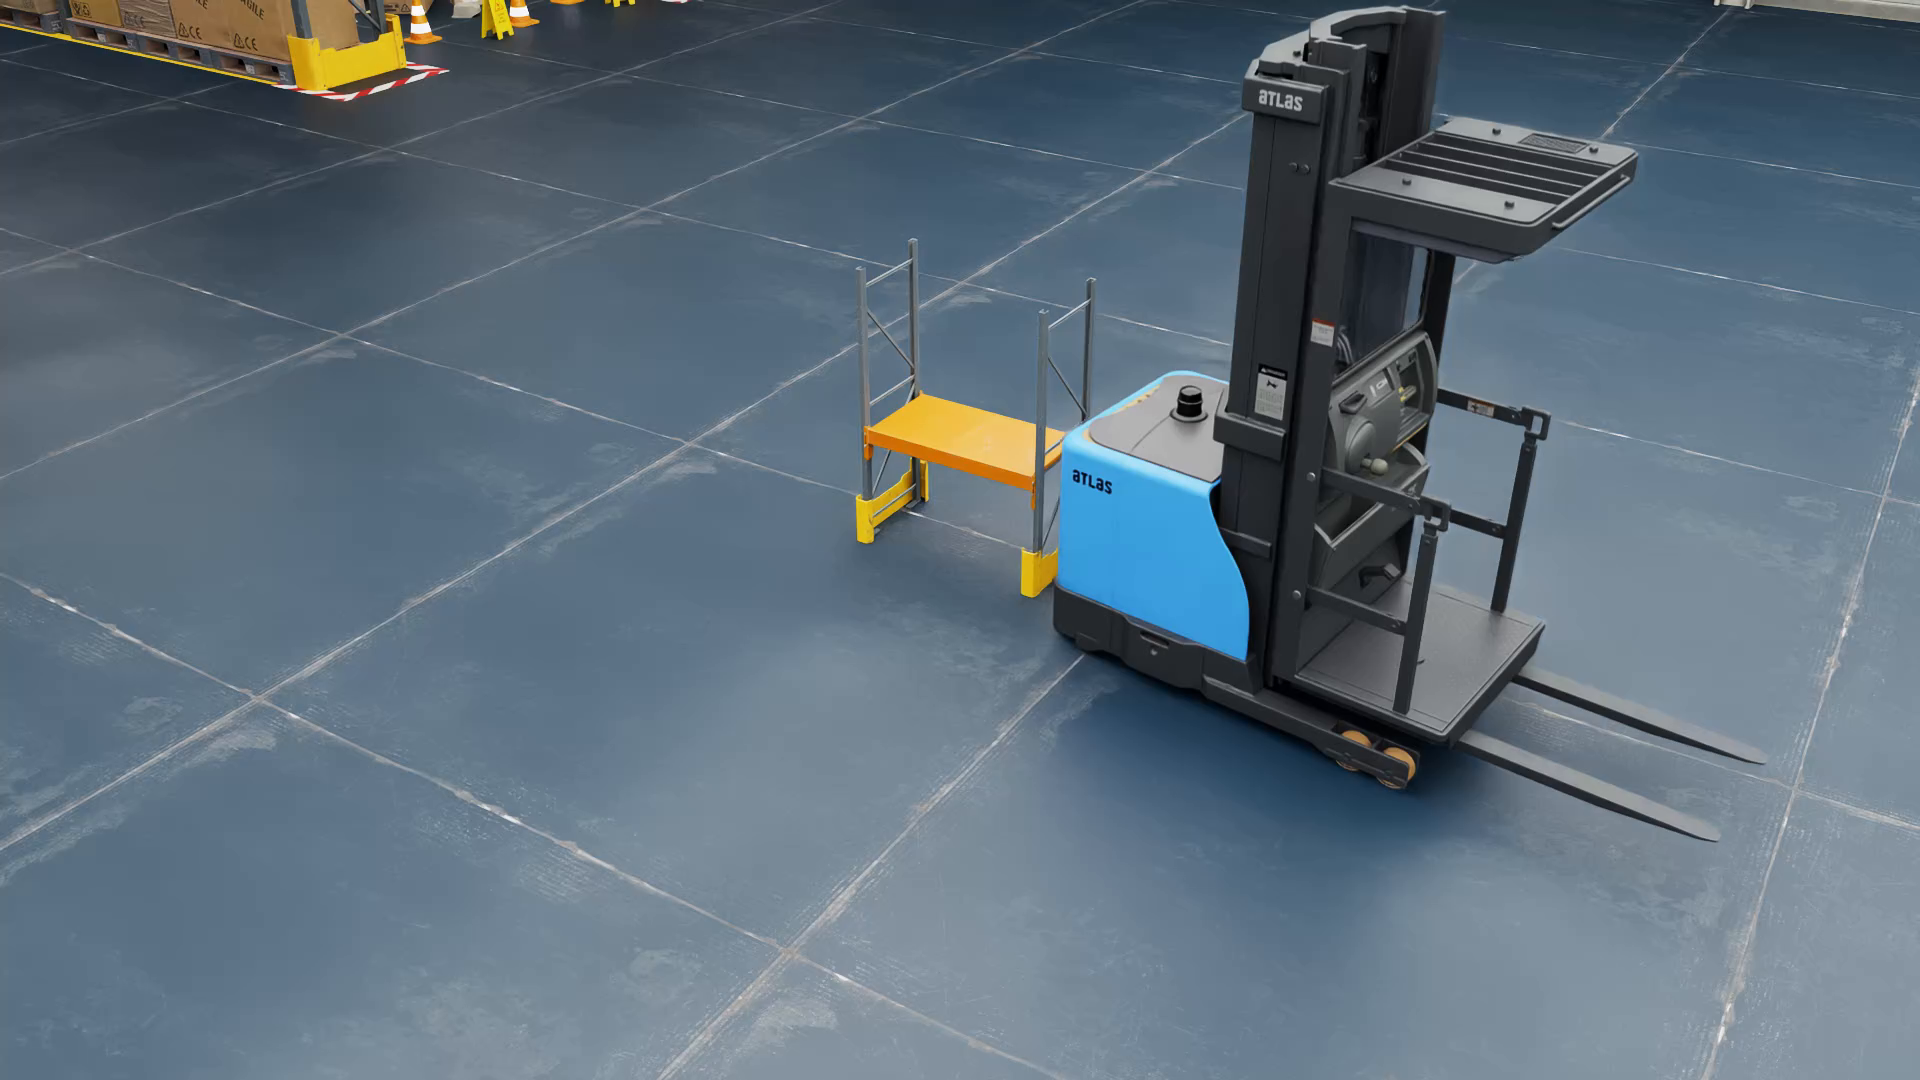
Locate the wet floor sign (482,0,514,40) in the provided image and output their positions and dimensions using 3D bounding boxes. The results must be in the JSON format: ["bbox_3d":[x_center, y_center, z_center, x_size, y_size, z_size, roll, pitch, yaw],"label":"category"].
[{"bbox_3d":[-5.061,-5.797,18.047,0.232,0.644,0.267,12,32,19],"label":"wet floor sign"}]

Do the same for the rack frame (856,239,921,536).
[{"bbox_3d":[-0.358,-0.761,8.566,0.032,1.500,0.500,18,35,27],"label":"rack frame"}]

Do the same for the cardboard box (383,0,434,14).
[{"bbox_3d":[-6.426,-6.429,19.270,0.637,0.503,0.797,-4,30,-7],"label":"cardboard box"}]

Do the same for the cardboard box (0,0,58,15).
[{"bbox_3d":[-10.100,-6.386,18.536,0.750,0.750,1.050,17,34,27],"label":"cardboard box"}]

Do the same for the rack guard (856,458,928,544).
[{"bbox_3d":[-0.357,-0.221,8.881,0.087,0.250,0.587,18,35,27],"label":"rack guard"}]

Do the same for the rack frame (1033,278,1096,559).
[{"bbox_3d":[0.503,-0.489,8.099,0.032,1.500,0.500,18,35,27],"label":"rack frame"}]

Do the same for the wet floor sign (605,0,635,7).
[{"bbox_3d":[-4.000,-6.592,19.410,0.267,0.644,0.232,-21,36,-32],"label":"wet floor sign"}]

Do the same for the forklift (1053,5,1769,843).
[{"bbox_3d":[1.910,-0.529,6.748,3.031,2.935,1.130,22,37,33],"label":"forklift"}]

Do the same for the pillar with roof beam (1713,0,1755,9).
[{"bbox_3d":[6.808,-8.347,14.127,0.400,9.000,9.100,18,35,27],"label":"pillar with roof beam"}]

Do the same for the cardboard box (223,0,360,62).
[{"bbox_3d":[-6.748,-5.394,16.711,0.875,0.875,0.875,18,35,28],"label":"cardboard box"}]

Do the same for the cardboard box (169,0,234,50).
[{"bbox_3d":[-7.494,-5.629,17.114,0.875,0.875,0.875,17,34,27],"label":"cardboard box"}]

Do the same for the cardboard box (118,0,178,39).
[{"bbox_3d":[-8.265,-5.874,17.534,0.875,0.875,0.875,18,35,28],"label":"cardboard box"}]

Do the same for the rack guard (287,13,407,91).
[{"bbox_3d":[-6.118,-4.891,16.638,0.348,0.500,1.175,18,35,27],"label":"rack guard"}]

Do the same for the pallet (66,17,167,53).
[{"bbox_3d":[-8.924,-5.607,18.152,1.213,0.211,1.003,18,35,27],"label":"pallet"}]

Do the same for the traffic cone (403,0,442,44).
[{"bbox_3d":[-5.833,-5.630,17.941,0.334,0.463,0.336,18,35,27],"label":"traffic cone"}]

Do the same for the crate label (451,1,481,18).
[{"bbox_3d":[-5.643,-6.064,19.009,0.298,0.136,0.250,1,30,2],"label":"crate label"}]

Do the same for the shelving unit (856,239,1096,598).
[{"bbox_3d":[0.065,-0.627,8.337,1.083,1.500,0.587,18,35,27],"label":"shelving unit"}]

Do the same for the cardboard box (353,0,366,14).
[{"bbox_3d":[-7.091,-6.193,19.103,0.258,0.266,0.396,24,38,35],"label":"cardboard box"}]

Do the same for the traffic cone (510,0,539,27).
[{"bbox_3d":[-4.945,-6.021,18.611,0.334,0.463,0.336,18,35,27],"label":"traffic cone"}]

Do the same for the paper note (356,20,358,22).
[{"bbox_3d":[-6.837,-5.870,18.803,0.032,0.001,0.123,-15,33,-24],"label":"paper note"}]

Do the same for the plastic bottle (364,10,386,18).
[{"bbox_3d":[-6.702,-5.994,18.963,0.283,0.061,0.133,6,31,10],"label":"plastic bottle"}]

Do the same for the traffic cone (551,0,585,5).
[{"bbox_3d":[-4.642,-6.586,19.579,0.334,0.463,0.336,18,35,27],"label":"traffic cone"}]

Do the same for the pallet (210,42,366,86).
[{"bbox_3d":[-6.857,-4.953,17.031,1.213,0.211,1.003,18,35,27],"label":"pallet"}]

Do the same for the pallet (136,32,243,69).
[{"bbox_3d":[-7.886,-5.281,17.592,1.213,0.211,1.003,18,35,27],"label":"pallet"}]

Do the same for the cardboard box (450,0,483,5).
[{"bbox_3d":[-5.776,-6.374,19.529,0.380,0.149,0.250,-15,33,-24],"label":"cardboard box"}]

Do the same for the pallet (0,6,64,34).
[{"bbox_3d":[-10.220,-6.019,18.857,1.213,0.211,1.003,18,35,27],"label":"pallet"}]

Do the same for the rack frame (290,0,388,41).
[{"bbox_3d":[-6.138,-5.977,16.019,0.127,3.000,1.000,18,35,27],"label":"rack frame"}]

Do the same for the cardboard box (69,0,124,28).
[{"bbox_3d":[-9.031,-6.114,17.945,0.875,0.875,0.875,18,35,28],"label":"cardboard box"}]

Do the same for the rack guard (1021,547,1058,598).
[{"bbox_3d":[0.486,0.046,8.423,0.087,0.250,0.587,18,35,27],"label":"rack guard"}]

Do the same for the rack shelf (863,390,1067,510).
[{"bbox_3d":[0.072,-0.470,8.424,1.000,0.185,0.538,18,35,27],"label":"rack shelf"}]

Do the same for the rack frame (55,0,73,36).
[{"bbox_3d":[-9.526,-7.049,17.855,0.127,3.000,1.000,18,35,27],"label":"rack frame"}]
